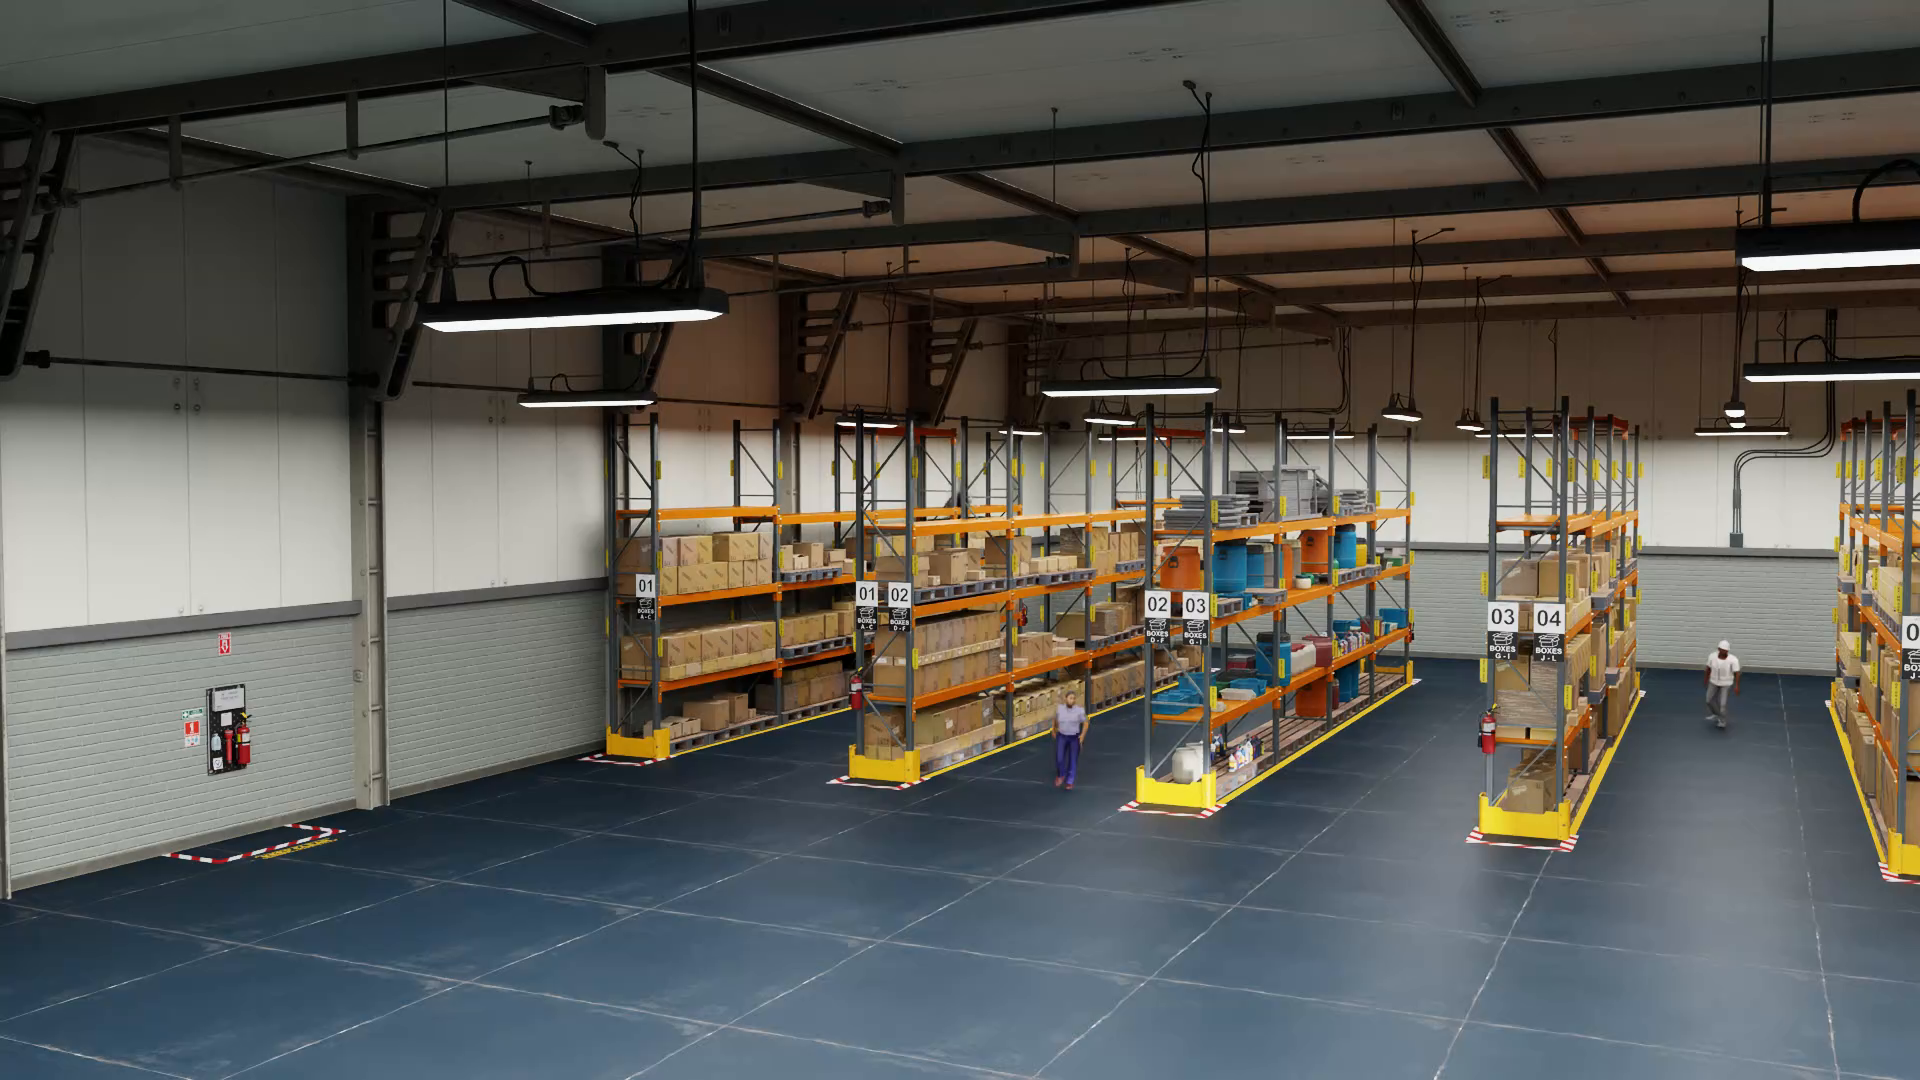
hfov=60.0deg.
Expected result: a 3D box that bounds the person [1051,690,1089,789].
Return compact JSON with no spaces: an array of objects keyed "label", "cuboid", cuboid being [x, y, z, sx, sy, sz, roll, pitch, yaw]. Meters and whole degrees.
[{"label":"person","cuboid":[1.700,3.111,25.824,0.608,1.587,0.762,0,2,7]}]

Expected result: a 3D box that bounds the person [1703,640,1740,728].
[{"label":"person","cuboid":[14.763,2.784,32.250,0.755,1.708,0.632,2,3,42]}]

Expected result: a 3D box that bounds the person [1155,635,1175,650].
[{"label":"person","cuboid":[5.398,2.355,44.185,0.633,1.658,0.786,-2,3,-44]}]
